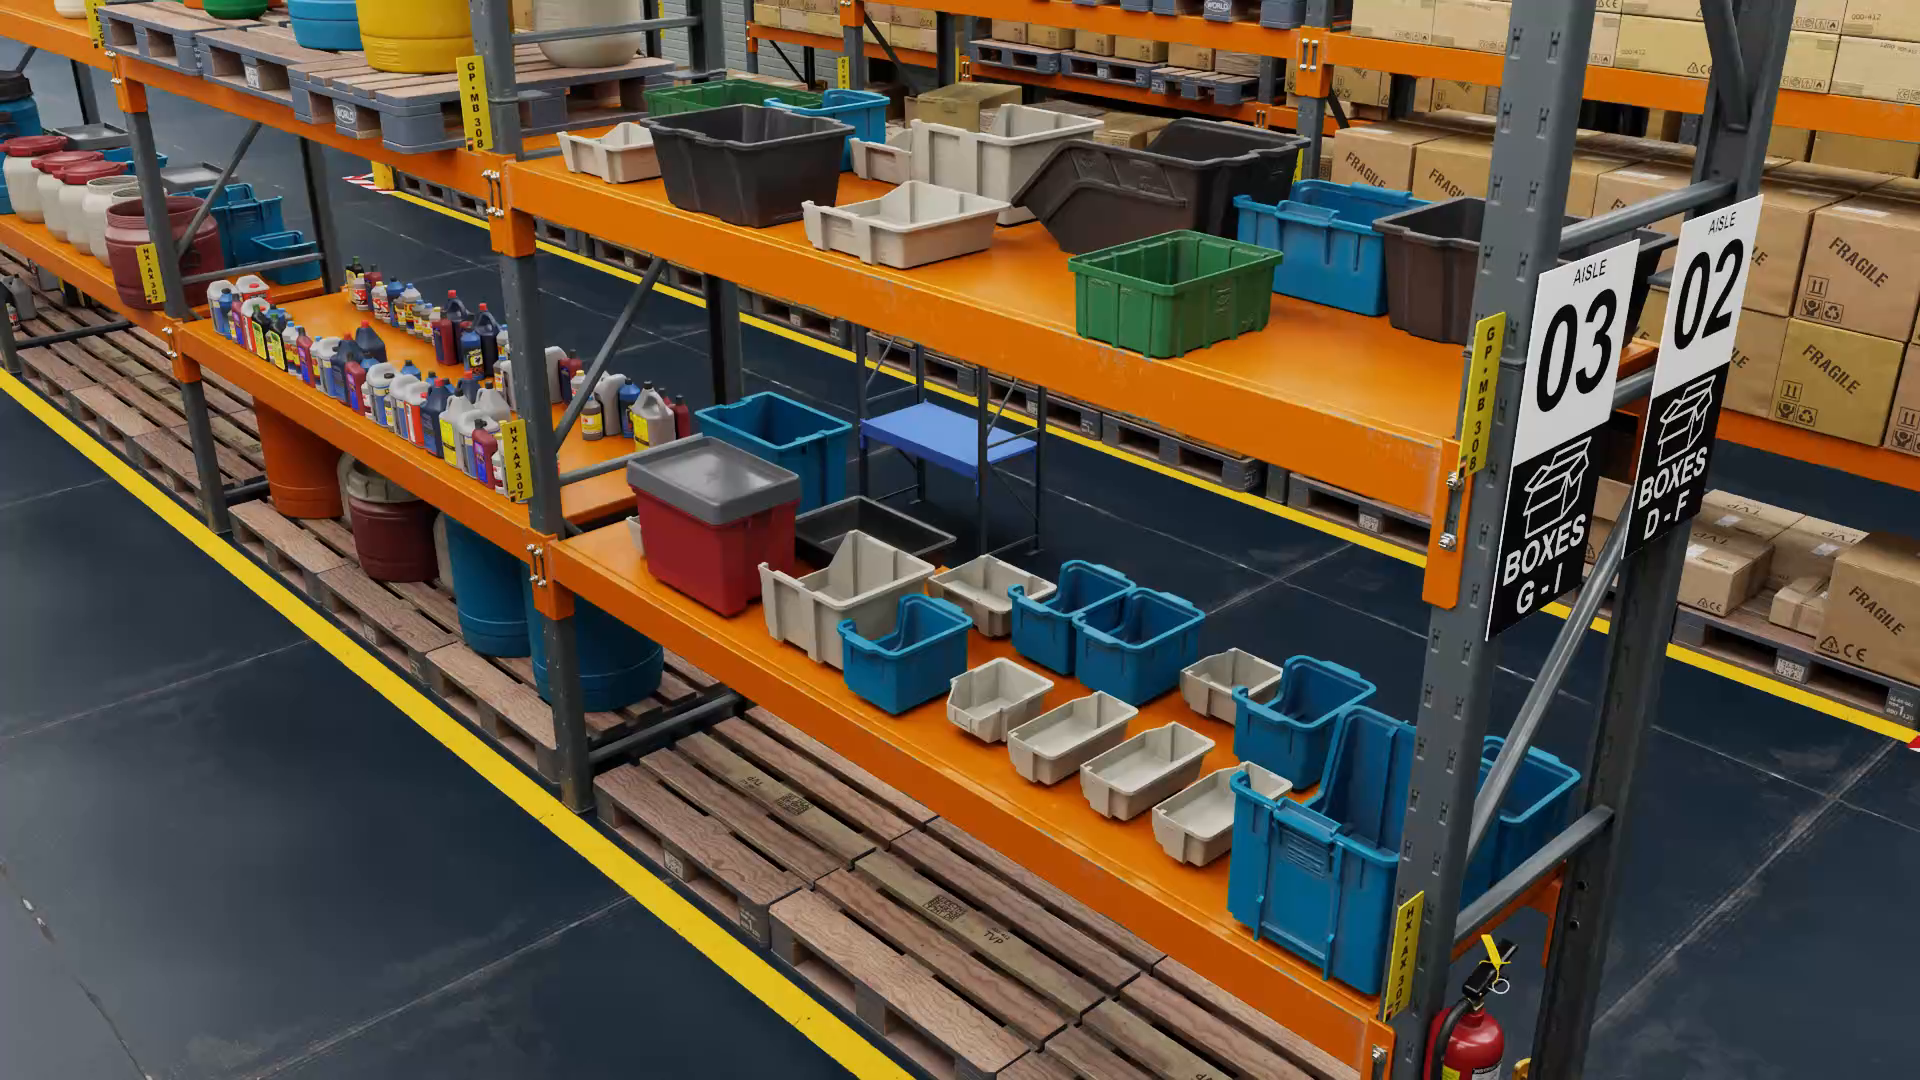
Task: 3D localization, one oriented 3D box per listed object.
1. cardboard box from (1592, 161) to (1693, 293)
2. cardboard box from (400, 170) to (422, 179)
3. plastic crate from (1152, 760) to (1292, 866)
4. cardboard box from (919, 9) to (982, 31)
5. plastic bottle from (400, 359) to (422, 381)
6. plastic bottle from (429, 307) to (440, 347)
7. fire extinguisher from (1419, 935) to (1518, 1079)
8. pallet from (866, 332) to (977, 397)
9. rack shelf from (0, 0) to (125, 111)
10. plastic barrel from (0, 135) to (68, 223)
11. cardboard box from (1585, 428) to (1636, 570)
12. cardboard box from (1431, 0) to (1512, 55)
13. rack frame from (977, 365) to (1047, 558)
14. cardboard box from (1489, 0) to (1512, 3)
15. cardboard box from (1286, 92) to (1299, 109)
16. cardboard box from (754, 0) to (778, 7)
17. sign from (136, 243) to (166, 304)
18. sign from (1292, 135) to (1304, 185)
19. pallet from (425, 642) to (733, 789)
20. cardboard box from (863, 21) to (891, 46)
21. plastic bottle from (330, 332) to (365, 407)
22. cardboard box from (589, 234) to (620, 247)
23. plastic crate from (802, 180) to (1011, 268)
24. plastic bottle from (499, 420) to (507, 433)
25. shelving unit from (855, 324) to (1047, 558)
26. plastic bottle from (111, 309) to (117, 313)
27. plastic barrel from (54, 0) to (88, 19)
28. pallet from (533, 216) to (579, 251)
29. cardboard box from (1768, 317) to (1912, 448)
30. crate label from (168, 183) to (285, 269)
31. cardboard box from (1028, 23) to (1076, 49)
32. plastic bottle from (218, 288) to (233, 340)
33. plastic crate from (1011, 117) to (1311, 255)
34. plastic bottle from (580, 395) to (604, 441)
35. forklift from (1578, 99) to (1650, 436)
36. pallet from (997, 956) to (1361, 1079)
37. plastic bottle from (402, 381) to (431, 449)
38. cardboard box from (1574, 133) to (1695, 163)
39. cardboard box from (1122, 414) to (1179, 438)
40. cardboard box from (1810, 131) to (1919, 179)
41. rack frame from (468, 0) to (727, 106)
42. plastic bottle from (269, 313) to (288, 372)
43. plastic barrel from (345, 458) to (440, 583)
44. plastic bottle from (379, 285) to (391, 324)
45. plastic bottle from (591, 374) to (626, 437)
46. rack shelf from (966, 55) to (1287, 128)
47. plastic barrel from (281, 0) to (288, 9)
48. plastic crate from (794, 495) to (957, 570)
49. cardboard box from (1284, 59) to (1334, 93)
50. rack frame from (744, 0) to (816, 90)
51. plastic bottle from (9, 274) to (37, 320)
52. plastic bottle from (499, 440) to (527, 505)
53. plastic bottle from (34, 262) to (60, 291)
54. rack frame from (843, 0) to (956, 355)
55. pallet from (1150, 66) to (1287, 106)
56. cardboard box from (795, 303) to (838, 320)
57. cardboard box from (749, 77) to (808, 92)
[{"bbox_3d":[3.471,-1.550,8.209,0.500,0.500,0.500,-20,31,-37],"label":"cardboard box"},{"bbox_3d":[-5.701,-4.091,17.910,0.500,0.250,0.500,-21,32,-38],"label":"cardboard box"},{"bbox_3d":[0.723,0.772,4.689,0.396,0.136,0.243,-21,32,-38],"label":"plastic crate"},{"bbox_3d":[-0.106,-5.908,18.340,0.500,0.500,0.500,-21,32,-39],"label":"cardboard box"},{"bbox_3d":[-2.593,-0.721,7.872,0.097,0.271,0.097,0,25,0],"label":"plastic bottle"},{"bbox_3d":[-2.778,-1.140,8.874,0.097,0.201,0.097,0,25,0],"label":"plastic bottle"},{"bbox_3d":[1.184,1.255,3.928,0.296,0.674,0.183,-21,32,-38],"label":"fire extinguisher"},{"bbox_3d":[0.046,-1.447,12.667,1.003,0.211,1.213,-21,32,-38],"label":"pallet"},{"bbox_3d":[-5.422,-3.192,10.385,1.077,0.370,4.000,-21,32,-38],"label":"rack shelf"},{"bbox_3d":[-6.295,-2.470,11.387,0.433,0.535,0.433,0,25,0],"label":"plastic barrel"},{"bbox_3d":[3.585,-0.237,9.134,0.797,0.503,0.637,-21,32,-38],"label":"cardboard box"},{"bbox_3d":[2.788,-2.667,8.549,0.500,0.250,0.500,-21,32,-38],"label":"cardboard box"},{"bbox_3d":[0.289,-0.554,9.158,0.500,1.500,0.032,-21,32,-38],"label":"rack frame"},{"bbox_3d":[2.791,-2.896,8.448,0.500,0.250,0.500,-21,32,-38],"label":"cardboard box"},{"bbox_3d":[3.232,-4.088,15.376,0.380,0.149,0.250,-22,32,-39],"label":"cardboard box"},{"bbox_3d":[-2.185,-6.835,20.371,0.500,0.500,0.500,-21,32,-38],"label":"cardboard box"},{"bbox_3d":[-4.452,-1.465,9.150,0.100,0.325,0.005,-21,32,-38],"label":"sign"},{"bbox_3d":[1.894,-2.109,9.364,0.100,0.325,0.005,-21,32,-38],"label":"sign"},{"bbox_3d":[-1.818,0.686,7.991,1.003,0.211,1.213,-21,32,-38],"label":"pallet"},{"bbox_3d":[-0.792,-5.871,19.161,0.500,0.250,0.500,-21,32,-39],"label":"cardboard box"},{"bbox_3d":[-2.941,-0.834,8.023,0.144,0.351,0.185,-21,32,-38],"label":"plastic bottle"},{"bbox_3d":[-3.076,-2.912,15.326,0.500,0.250,0.500,-22,33,-40],"label":"cardboard box"},{"bbox_3d":[-0.181,-0.925,4.868,0.437,0.136,0.530,-21,32,-38],"label":"plastic crate"},{"bbox_3d":[-1.998,-0.426,7.308,0.097,0.201,0.097,0,25,0],"label":"plastic bottle"},{"bbox_3d":[-0.058,-0.708,9.495,0.538,1.500,1.048,-21,32,-38],"label":"shelving unit"},{"bbox_3d":[-6.687,-1.940,13.146,0.097,0.271,0.097,0,25,0],"label":"plastic bottle"},{"bbox_3d":[-5.095,-3.169,9.636,0.301,0.262,0.301,0,25,0],"label":"plastic barrel"},{"bbox_3d":[-3.684,-3.149,16.397,1.003,0.211,1.213,-21,32,-38],"label":"pallet"},{"bbox_3d":[4.169,-0.789,7.745,0.500,0.500,0.500,-21,32,-38],"label":"cardboard box"},{"bbox_3d":[-4.537,-1.942,10.351,0.502,0.435,0.616,-21,32,-38],"label":"crate label"},{"bbox_3d":[1.142,-5.481,17.501,0.700,0.500,0.500,-17,30,-33],"label":"cardboard box"},{"bbox_3d":[-3.936,-1.224,8.975,0.097,0.271,0.097,0,25,0],"label":"plastic bottle"},{"bbox_3d":[0.569,-1.002,4.793,0.504,0.338,0.767,-21,32,-38],"label":"plastic crate"},{"bbox_3d":[-1.688,-0.564,7.612,0.097,0.201,0.097,0,25,0],"label":"plastic bottle"},{"bbox_3d":[3.887,-2.499,11.696,1.130,2.935,3.031,-20,31,-37],"label":"forklift"},{"bbox_3d":[0.877,1.883,5.368,1.003,0.211,1.213,-21,32,-38],"label":"pallet"},{"bbox_3d":[-2.421,-0.571,7.538,0.152,0.276,0.135,-21,32,-38],"label":"plastic bottle"},{"bbox_3d":[3.528,-1.854,8.875,0.500,0.500,0.500,-21,32,-38],"label":"cardboard box"},{"bbox_3d":[1.419,-1.024,10.862,0.500,0.500,0.500,-21,32,-38],"label":"cardboard box"},{"bbox_3d":[6.764,-2.892,12.114,0.980,0.700,0.700,-22,33,-40],"label":"cardboard box"},{"bbox_3d":[-1.321,-3.066,5.629,1.000,3.000,0.127,-21,32,-38],"label":"rack frame"},{"bbox_3d":[-3.463,-1.009,8.488,0.061,0.283,0.133,-21,32,-38],"label":"plastic bottle"},{"bbox_3d":[-2.937,-0.157,8.879,0.600,0.588,0.708,-21,32,-38],"label":"plastic barrel"},{"bbox_3d":[-3.178,-1.317,9.262,0.097,0.201,0.097,0,25,0],"label":"plastic bottle"},{"bbox_3d":[-1.610,-0.639,7.687,0.152,0.276,0.135,-21,32,-38],"label":"plastic bottle"},{"bbox_3d":[1.810,-4.638,17.168,1.077,0.370,4.000,-21,32,-38],"label":"rack shelf"},{"bbox_3d":[-3.215,-2.758,8.228,0.301,0.262,0.301,0,25,0],"label":"plastic barrel"},{"bbox_3d":[-0.360,0.024,6.342,0.437,0.125,0.590,-21,32,-38],"label":"plastic crate"},{"bbox_3d":[3.322,-4.329,15.123,0.500,0.500,0.500,-20,31,-37],"label":"cardboard box"},{"bbox_3d":[-2.291,-6.783,21.004,1.000,3.000,0.127,-21,32,-38],"label":"rack frame"},{"bbox_3d":[-7.335,-1.910,12.983,0.144,0.351,0.185,-21,32,-38],"label":"plastic bottle"},{"bbox_3d":[-1.827,-0.308,6.960,0.152,0.276,0.135,-21,32,-38],"label":"plastic bottle"},{"bbox_3d":[-7.549,-2.220,13.754,0.152,0.276,0.135,-21,32,-38],"label":"plastic bottle"},{"bbox_3d":[-0.437,-2.953,12.608,1.000,3.000,0.127,-21,32,-38],"label":"rack frame"},{"bbox_3d":[2.612,-4.457,16.138,1.213,0.211,1.003,-21,32,-38],"label":"pallet"},{"bbox_3d":[-0.975,-1.983,13.289,0.500,0.250,0.500,-20,31,-37],"label":"cardboard box"},{"bbox_3d":[-1.596,-3.502,13.691,0.500,0.500,0.500,22,32,39],"label":"cardboard box"}]
